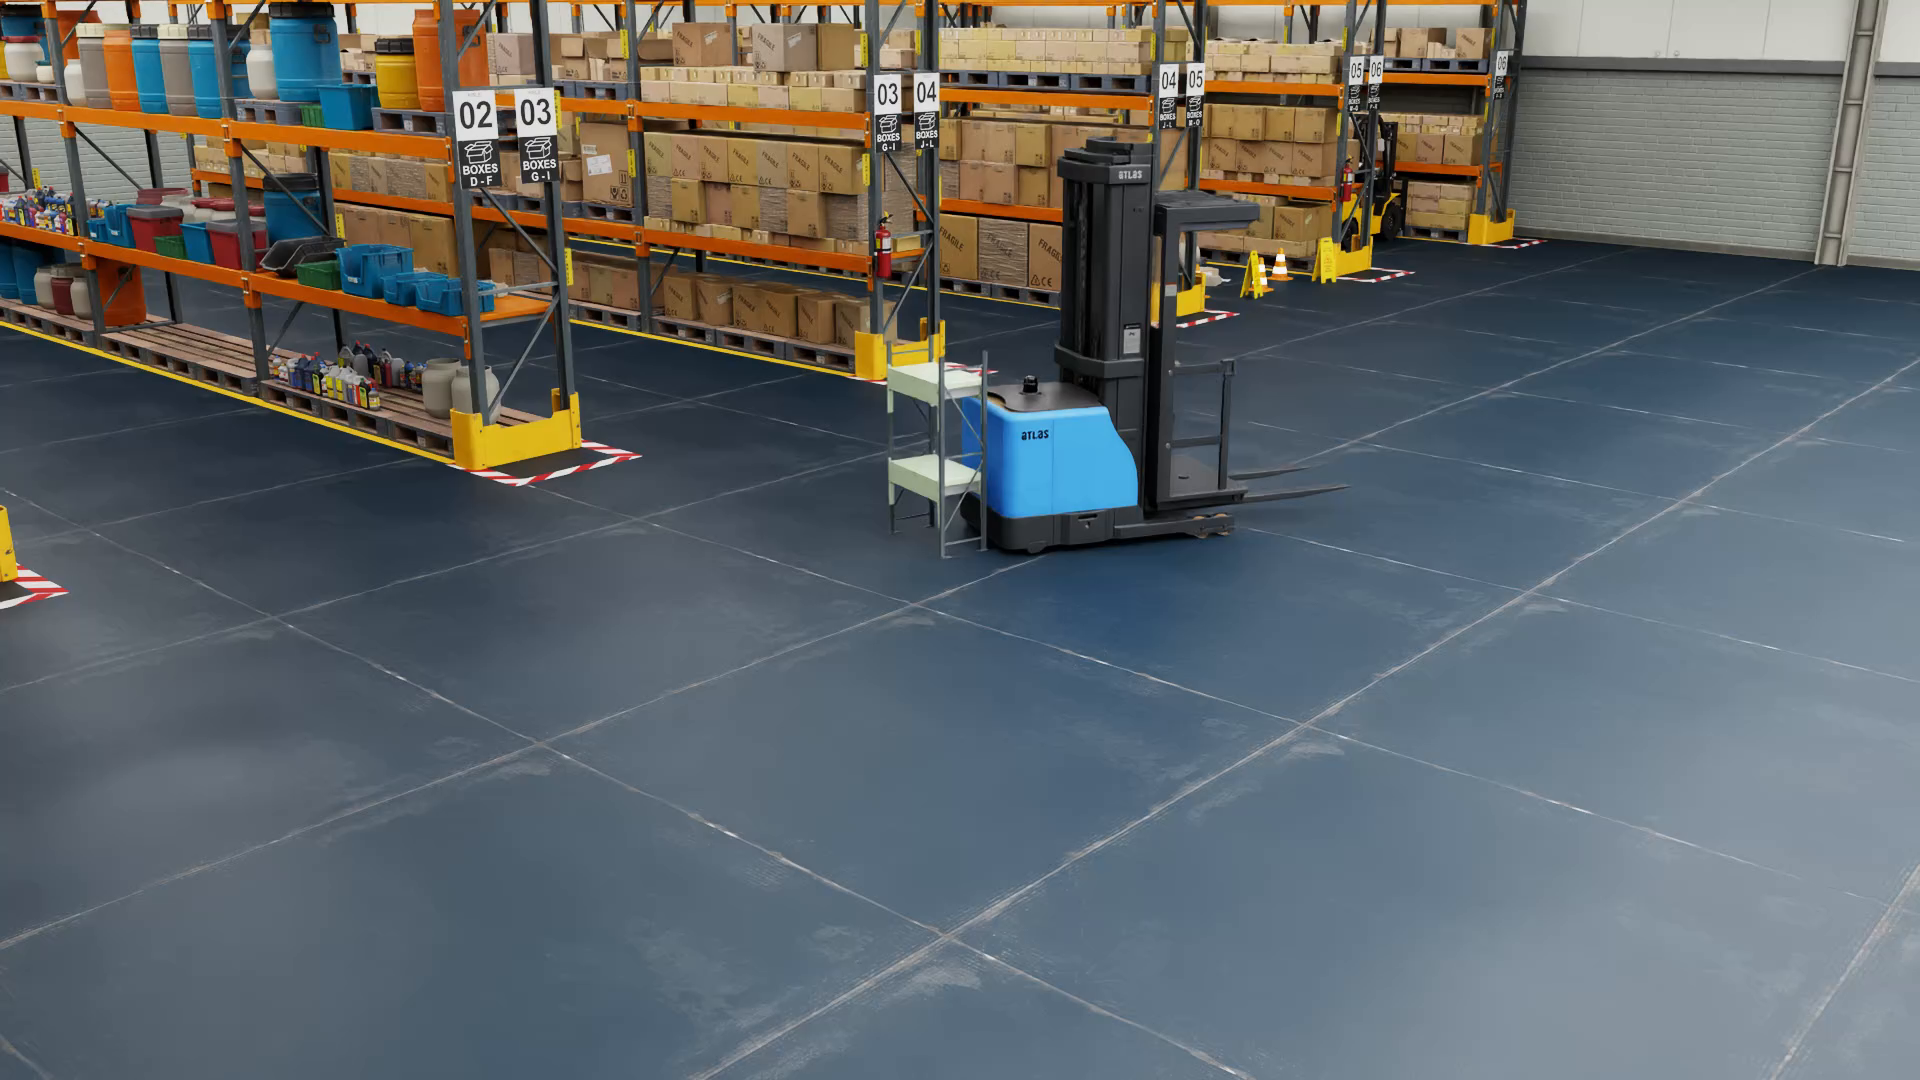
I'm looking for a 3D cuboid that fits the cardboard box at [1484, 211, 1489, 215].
[{"bbox_3d":[9.031,-5.710,29.497,0.500,0.250,0.500,15,23,39],"label":"cardboard box"}]

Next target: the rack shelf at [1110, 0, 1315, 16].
[{"bbox_3d":[4.780,-10.209,31.753,4.000,0.370,1.077,15,23,39],"label":"rack shelf"}]

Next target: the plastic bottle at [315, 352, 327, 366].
[{"bbox_3d":[-6.457,-1.718,16.719,0.185,0.351,0.144,15,23,39],"label":"plastic bottle"}]

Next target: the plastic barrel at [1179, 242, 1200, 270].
[{"bbox_3d":[3.426,-4.398,25.771,0.512,0.421,0.421,-3,18,-8],"label":"plastic barrel"}]

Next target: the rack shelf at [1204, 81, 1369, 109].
[{"bbox_3d":[4.480,-7.043,26.074,4.000,0.370,1.077,15,23,39],"label":"rack shelf"}]

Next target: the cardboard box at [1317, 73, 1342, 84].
[{"bbox_3d":[5.524,-6.872,24.764,0.250,0.149,0.380,15,23,39],"label":"cardboard box"}]

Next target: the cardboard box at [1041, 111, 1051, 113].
[{"bbox_3d":[1.697,-7.209,29.018,0.500,0.500,0.500,14,22,37],"label":"cardboard box"}]

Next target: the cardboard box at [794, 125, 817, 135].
[{"bbox_3d":[-2.124,-6.248,25.523,0.500,0.500,0.700,15,23,38],"label":"cardboard box"}]

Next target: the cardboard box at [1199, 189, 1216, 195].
[{"bbox_3d":[3.889,-5.539,26.646,0.250,0.149,0.380,17,24,42],"label":"cardboard box"}]

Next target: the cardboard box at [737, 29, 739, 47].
[{"bbox_3d":[-3.692,-7.885,26.108,0.258,0.266,0.396,15,23,39],"label":"cardboard box"}]

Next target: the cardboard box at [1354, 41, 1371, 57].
[{"bbox_3d":[7.185,-8.728,29.558,0.258,0.266,0.396,14,23,38],"label":"cardboard box"}]

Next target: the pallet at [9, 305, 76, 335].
[{"bbox_3d":[-11.398,-2.862,21.282,1.213,0.211,1.003,15,23,39],"label":"pallet"}]

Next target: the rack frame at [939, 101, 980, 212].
[{"bbox_3d":[-0.007,-7.160,30.215,0.127,3.000,1.000,15,23,39],"label":"rack frame"}]

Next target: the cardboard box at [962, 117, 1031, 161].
[{"bbox_3d":[0.516,-5.637,23.383,0.550,0.550,0.875,15,23,39],"label":"cardboard box"}]

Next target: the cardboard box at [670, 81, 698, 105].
[{"bbox_3d":[-3.028,-5.220,19.390,0.500,0.250,0.500,15,23,39],"label":"cardboard box"}]

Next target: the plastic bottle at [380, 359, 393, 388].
[{"bbox_3d":[-5.774,-1.684,16.723,0.133,0.283,0.061,15,23,39],"label":"plastic bottle"}]

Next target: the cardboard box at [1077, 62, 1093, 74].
[{"bbox_3d":[1.723,-6.115,21.518,0.250,0.149,0.380,15,23,40],"label":"cardboard box"}]

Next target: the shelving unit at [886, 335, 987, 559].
[{"bbox_3d":[-0.175,-0.700,12.338,0.431,1.500,0.755,-11,21,-31],"label":"shelving unit"}]

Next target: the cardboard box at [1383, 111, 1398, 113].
[{"bbox_3d":[7.821,-7.662,30.065,0.250,0.149,0.380,16,24,41],"label":"cardboard box"}]

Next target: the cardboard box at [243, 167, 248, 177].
[{"bbox_3d":[-11.371,-5.950,26.818,0.250,0.149,0.380,14,23,38],"label":"cardboard box"}]

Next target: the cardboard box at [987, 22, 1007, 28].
[{"bbox_3d":[0.787,-10.893,35.396,0.258,0.266,0.396,15,23,39],"label":"cardboard box"}]

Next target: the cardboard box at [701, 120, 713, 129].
[{"bbox_3d":[-5.057,-8.452,34.118,0.500,0.500,0.500,15,23,39],"label":"cardboard box"}]

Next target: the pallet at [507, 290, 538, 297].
[{"bbox_3d":[-6.002,-3.432,23.077,1.213,0.211,1.003,15,23,39],"label":"pallet"}]

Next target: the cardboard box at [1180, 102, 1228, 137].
[{"bbox_3d":[3.895,-6.671,26.364,0.500,0.500,0.700,14,23,38],"label":"cardboard box"}]

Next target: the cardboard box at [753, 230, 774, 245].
[{"bbox_3d":[-2.144,-3.480,19.034,0.250,0.149,0.380,15,23,39],"label":"cardboard box"}]

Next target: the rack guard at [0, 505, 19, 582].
[{"bbox_3d":[-7.162,0.125,11.392,0.348,0.500,1.175,15,23,39],"label":"rack guard"}]

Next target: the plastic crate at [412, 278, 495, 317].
[{"bbox_3d":[-4.462,-2.153,14.684,0.616,0.251,0.499,15,23,39],"label":"plastic crate"}]

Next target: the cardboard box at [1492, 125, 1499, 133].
[{"bbox_3d":[9.187,-7.162,28.981,0.250,0.149,0.380,14,23,38],"label":"cardboard box"}]

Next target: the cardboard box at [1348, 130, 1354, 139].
[{"bbox_3d":[7.215,-7.178,30.106,0.500,0.500,0.500,15,23,39],"label":"cardboard box"}]

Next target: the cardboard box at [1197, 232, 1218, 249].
[{"bbox_3d":[4.052,-4.857,26.808,0.500,0.250,0.500,15,23,39],"label":"cardboard box"}]

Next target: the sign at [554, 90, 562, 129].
[{"bbox_3d":[-3.521,-3.749,14.492,0.005,0.325,0.100,15,23,39],"label":"sign"}]

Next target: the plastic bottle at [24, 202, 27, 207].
[{"bbox_3d":[-11.511,-4.034,20.557,0.133,0.283,0.061,15,23,39],"label":"plastic bottle"}]

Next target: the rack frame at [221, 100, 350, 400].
[{"bbox_3d":[-6.881,-2.995,17.089,0.127,3.000,1.000,15,23,39],"label":"rack frame"}]

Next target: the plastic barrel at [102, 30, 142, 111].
[{"bbox_3d":[-8.914,-5.087,18.012,0.708,0.830,0.600,15,23,39],"label":"plastic barrel"}]

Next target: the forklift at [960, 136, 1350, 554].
[{"bbox_3d":[1.573,-1.553,12.660,3.031,2.935,1.130,-6,19,-19],"label":"forklift"}]

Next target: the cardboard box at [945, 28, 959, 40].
[{"bbox_3d":[0.013,-6.954,22.843,0.250,0.149,0.380,15,23,39],"label":"cardboard box"}]

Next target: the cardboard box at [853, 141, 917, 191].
[{"bbox_3d":[-0.832,-4.150,18.420,0.500,0.500,0.500,15,23,39],"label":"cardboard box"}]

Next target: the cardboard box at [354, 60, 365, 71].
[{"bbox_3d":[-8.563,-6.899,24.153,0.250,0.149,0.380,14,22,37],"label":"cardboard box"}]

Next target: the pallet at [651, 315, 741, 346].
[{"bbox_3d":[-3.068,-2.659,20.642,1.213,0.211,1.003,15,23,39],"label":"pallet"}]

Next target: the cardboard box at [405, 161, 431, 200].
[{"bbox_3d":[-7.488,-5.110,23.590,0.500,0.500,0.500,15,23,39],"label":"cardboard box"}]

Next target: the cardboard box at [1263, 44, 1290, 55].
[{"bbox_3d":[4.823,-7.466,25.317,0.250,0.149,0.380,15,23,39],"label":"cardboard box"}]

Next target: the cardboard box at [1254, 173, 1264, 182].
[{"bbox_3d":[4.803,-5.671,25.938,0.250,0.149,0.380,15,23,40],"label":"cardboard box"}]

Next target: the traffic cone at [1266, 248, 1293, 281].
[{"bbox_3d":[4.798,-4.139,24.890,0.334,0.463,0.336,15,23,39],"label":"traffic cone"}]

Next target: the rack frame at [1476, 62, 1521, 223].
[{"bbox_3d":[9.268,-6.678,28.695,0.127,3.000,1.000,15,23,39],"label":"rack frame"}]

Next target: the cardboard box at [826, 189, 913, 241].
[{"bbox_3d":[-0.995,-3.618,18.396,0.500,0.500,0.875,15,23,39],"label":"cardboard box"}]

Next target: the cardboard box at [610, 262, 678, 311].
[{"bbox_3d":[-4.038,-3.262,21.335,0.500,0.500,0.700,13,22,35],"label":"cardboard box"}]

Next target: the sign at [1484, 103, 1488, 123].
[{"bbox_3d":[8.898,-7.223,28.106,0.005,0.325,0.100,15,23,39],"label":"sign"}]

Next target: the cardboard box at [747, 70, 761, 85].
[{"bbox_3d":[-2.159,-5.174,18.586,0.250,0.149,0.380,14,22,37],"label":"cardboard box"}]

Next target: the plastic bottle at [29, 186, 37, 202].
[{"bbox_3d":[-12.056,-4.434,21.706,0.185,0.351,0.144,15,23,39],"label":"plastic bottle"}]

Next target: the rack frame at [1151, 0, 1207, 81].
[{"bbox_3d":[2.766,-7.273,20.653,0.127,3.000,1.000,15,23,39],"label":"rack frame"}]

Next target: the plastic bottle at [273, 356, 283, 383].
[{"bbox_3d":[-6.934,-1.741,16.921,0.097,0.271,0.097,0,18,0],"label":"plastic bottle"}]

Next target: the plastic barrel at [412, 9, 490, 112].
[{"bbox_3d":[-4.337,-4.095,14.193,0.708,0.830,0.600,15,23,39],"label":"plastic barrel"}]
